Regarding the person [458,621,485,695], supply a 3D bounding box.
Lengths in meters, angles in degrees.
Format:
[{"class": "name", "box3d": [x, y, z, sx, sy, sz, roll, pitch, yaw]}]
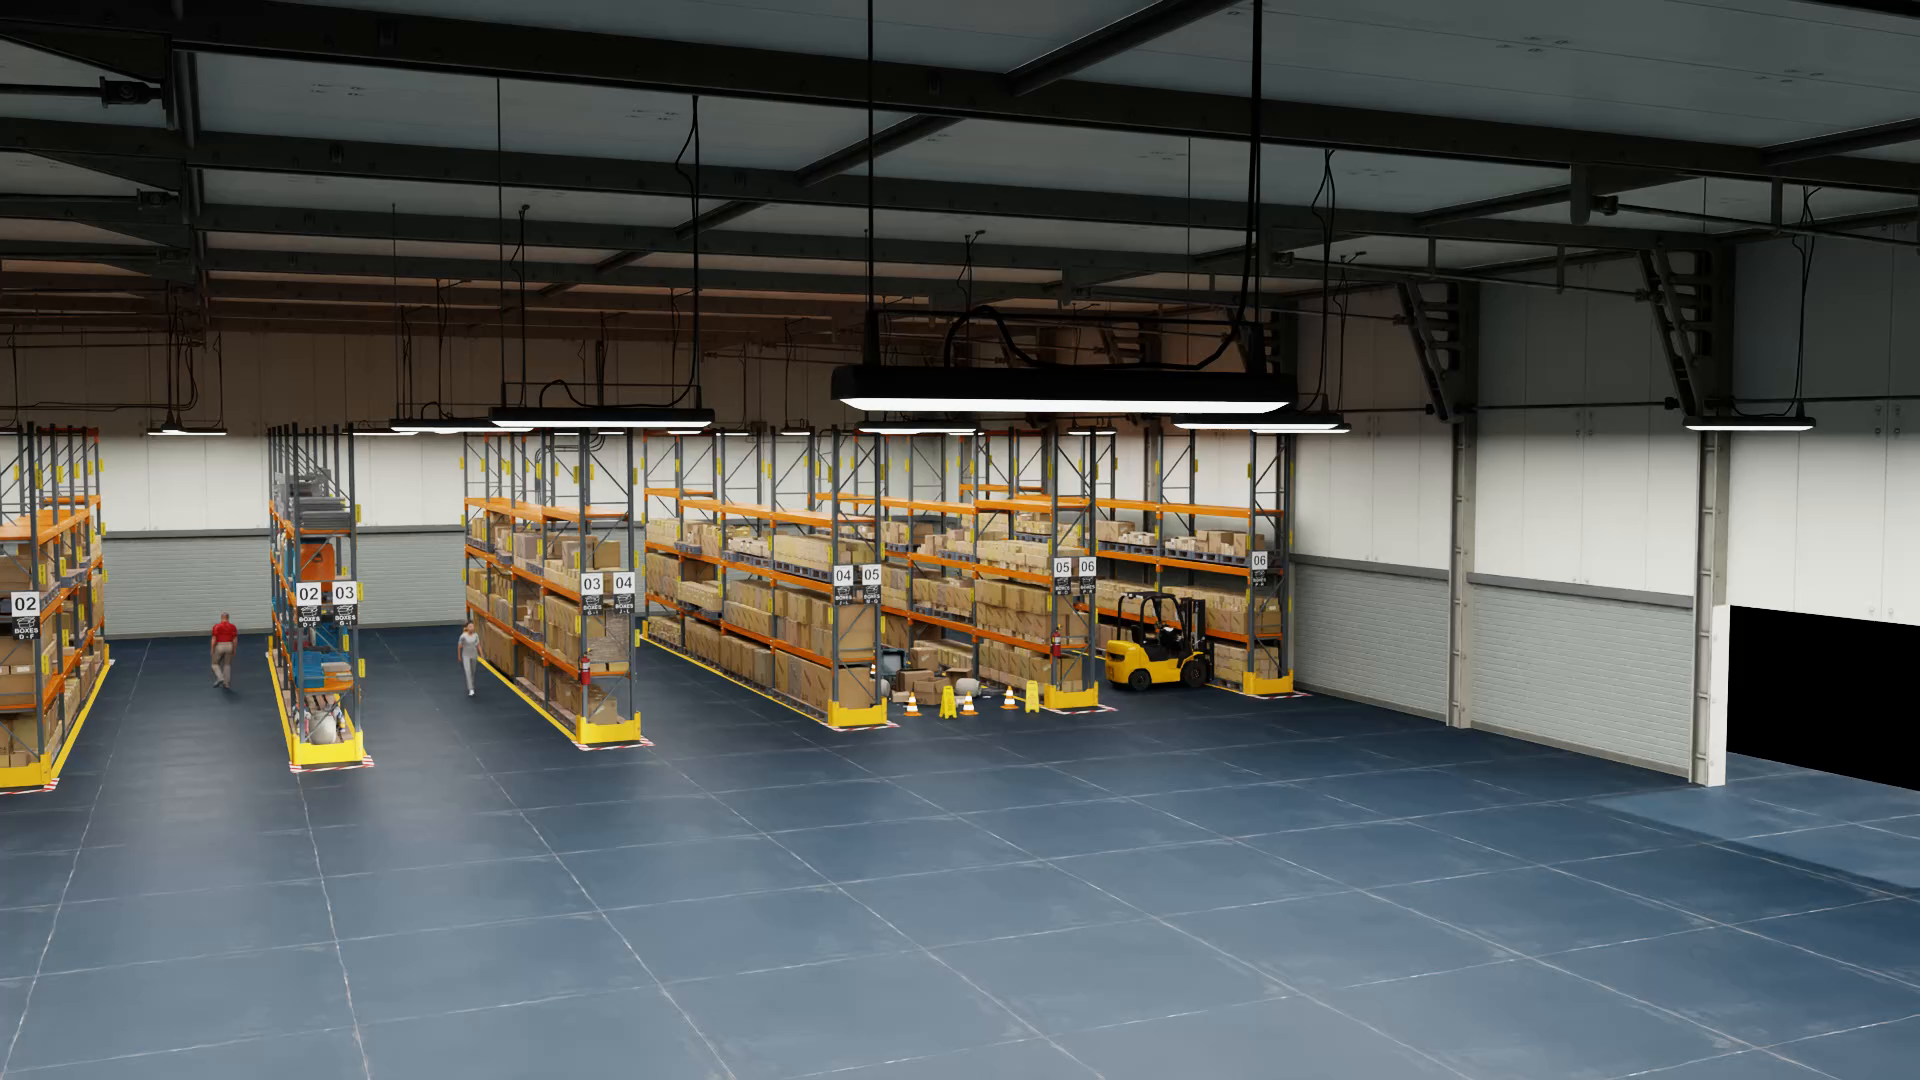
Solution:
[{"class": "person", "box3d": [-10.970, 2.620, 37.295, 0.549, 1.609, 1.058, -2, 4, -27]}]

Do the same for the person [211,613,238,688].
[{"class": "person", "box3d": [-16.852, 2.527, 38.085, 0.581, 1.724, 0.440, -2, 4, -35]}]
